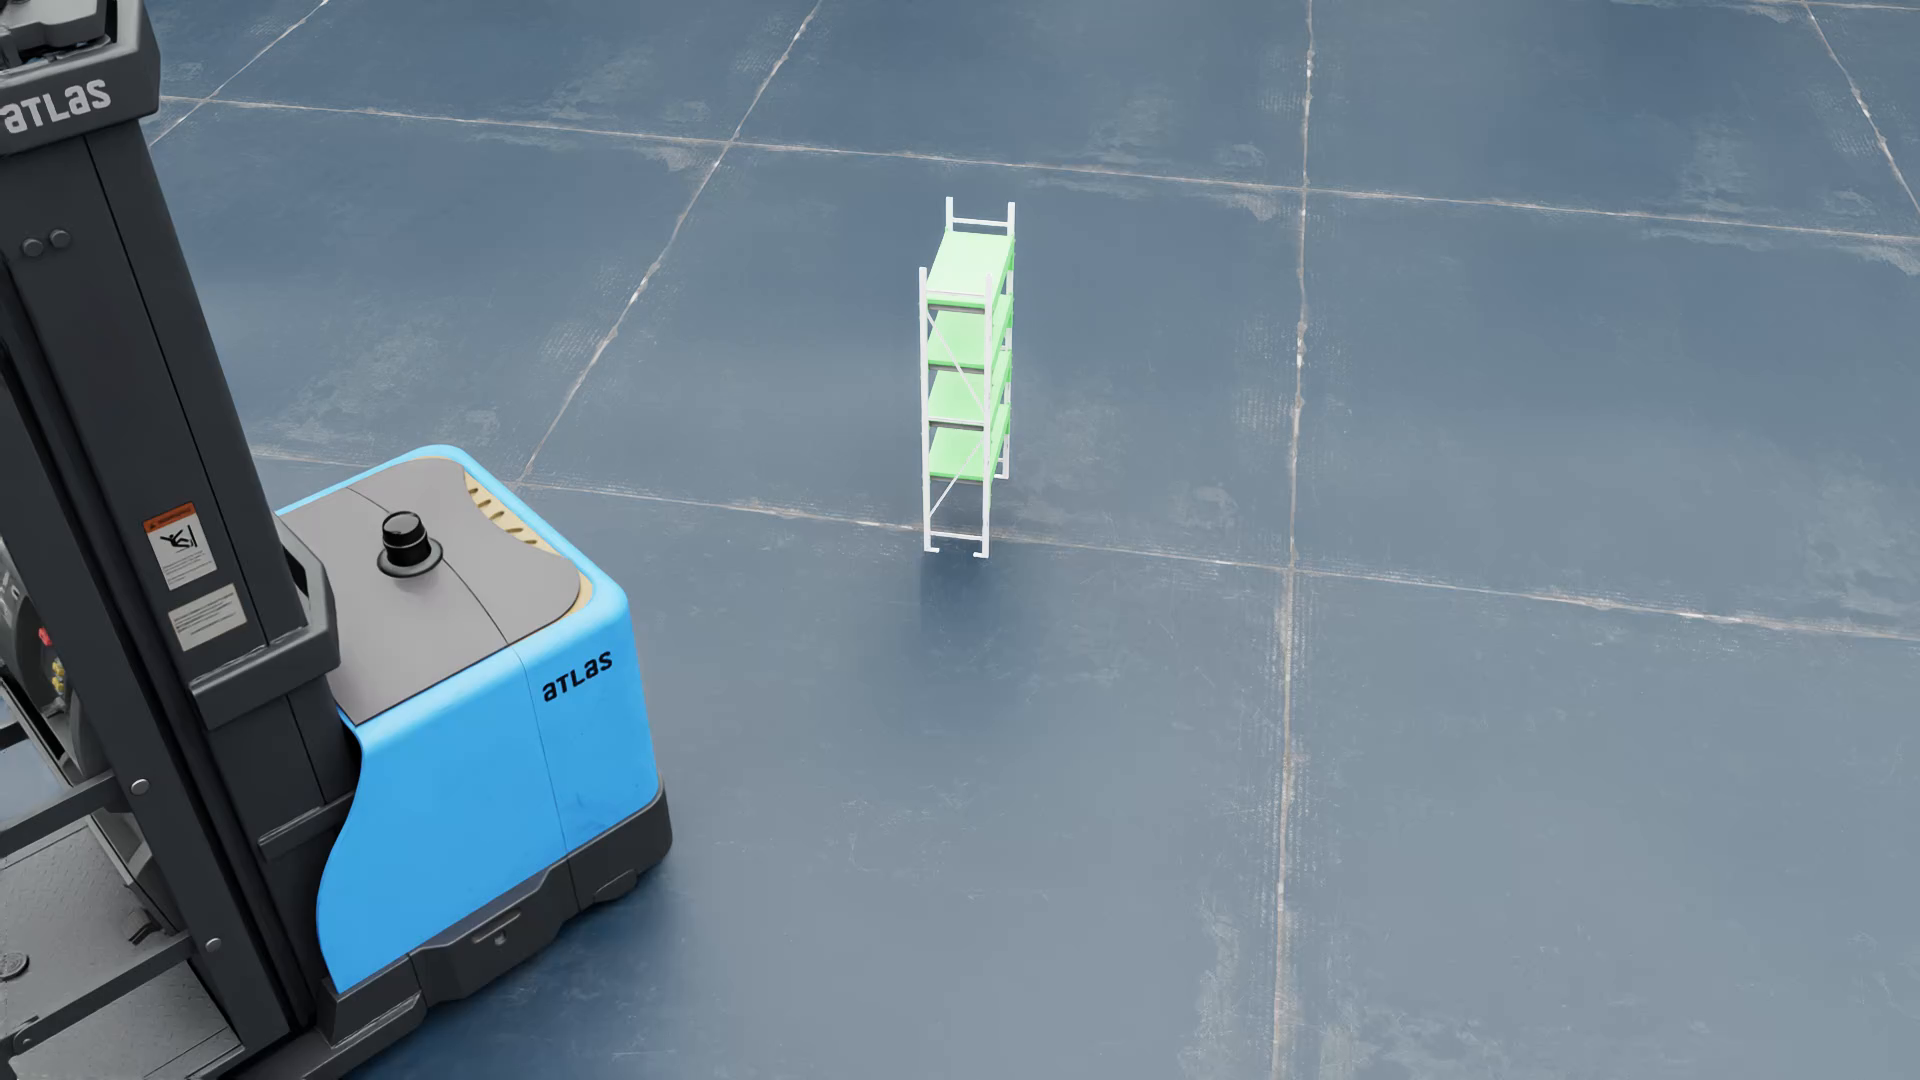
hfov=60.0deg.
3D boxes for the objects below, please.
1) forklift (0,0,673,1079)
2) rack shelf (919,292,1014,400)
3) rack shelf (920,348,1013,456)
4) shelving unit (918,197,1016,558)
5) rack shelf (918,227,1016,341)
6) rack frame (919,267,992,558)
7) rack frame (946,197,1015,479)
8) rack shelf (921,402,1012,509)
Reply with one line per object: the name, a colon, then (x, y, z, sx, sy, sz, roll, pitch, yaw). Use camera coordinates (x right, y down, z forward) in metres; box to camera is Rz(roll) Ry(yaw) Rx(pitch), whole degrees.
forklift: (-2.296, 0.250, 3.648, 3.031, 2.935, 1.130, -30, 48, -31)
rack shelf: (0.029, -0.702, 5.881, 0.258, 0.148, 0.480, 6, 40, 8)
rack shelf: (0.029, -0.517, 6.034, 0.258, 0.148, 0.480, 6, 40, 8)
shelving unit: (0.029, -0.566, 5.993, 0.258, 1.200, 0.503, 6, 40, 8)
rack shelf: (0.029, -0.887, 5.728, 0.258, 0.148, 0.480, 6, 40, 8)
rack frame: (-0.014, -0.413, 5.808, 0.240, 1.200, 0.015, 6, 40, 8)
rack frame: (0.071, -0.719, 6.179, 0.240, 1.200, 0.015, 6, 40, 8)
rack shelf: (0.029, -0.332, 6.187, 0.258, 0.148, 0.480, 6, 40, 8)
